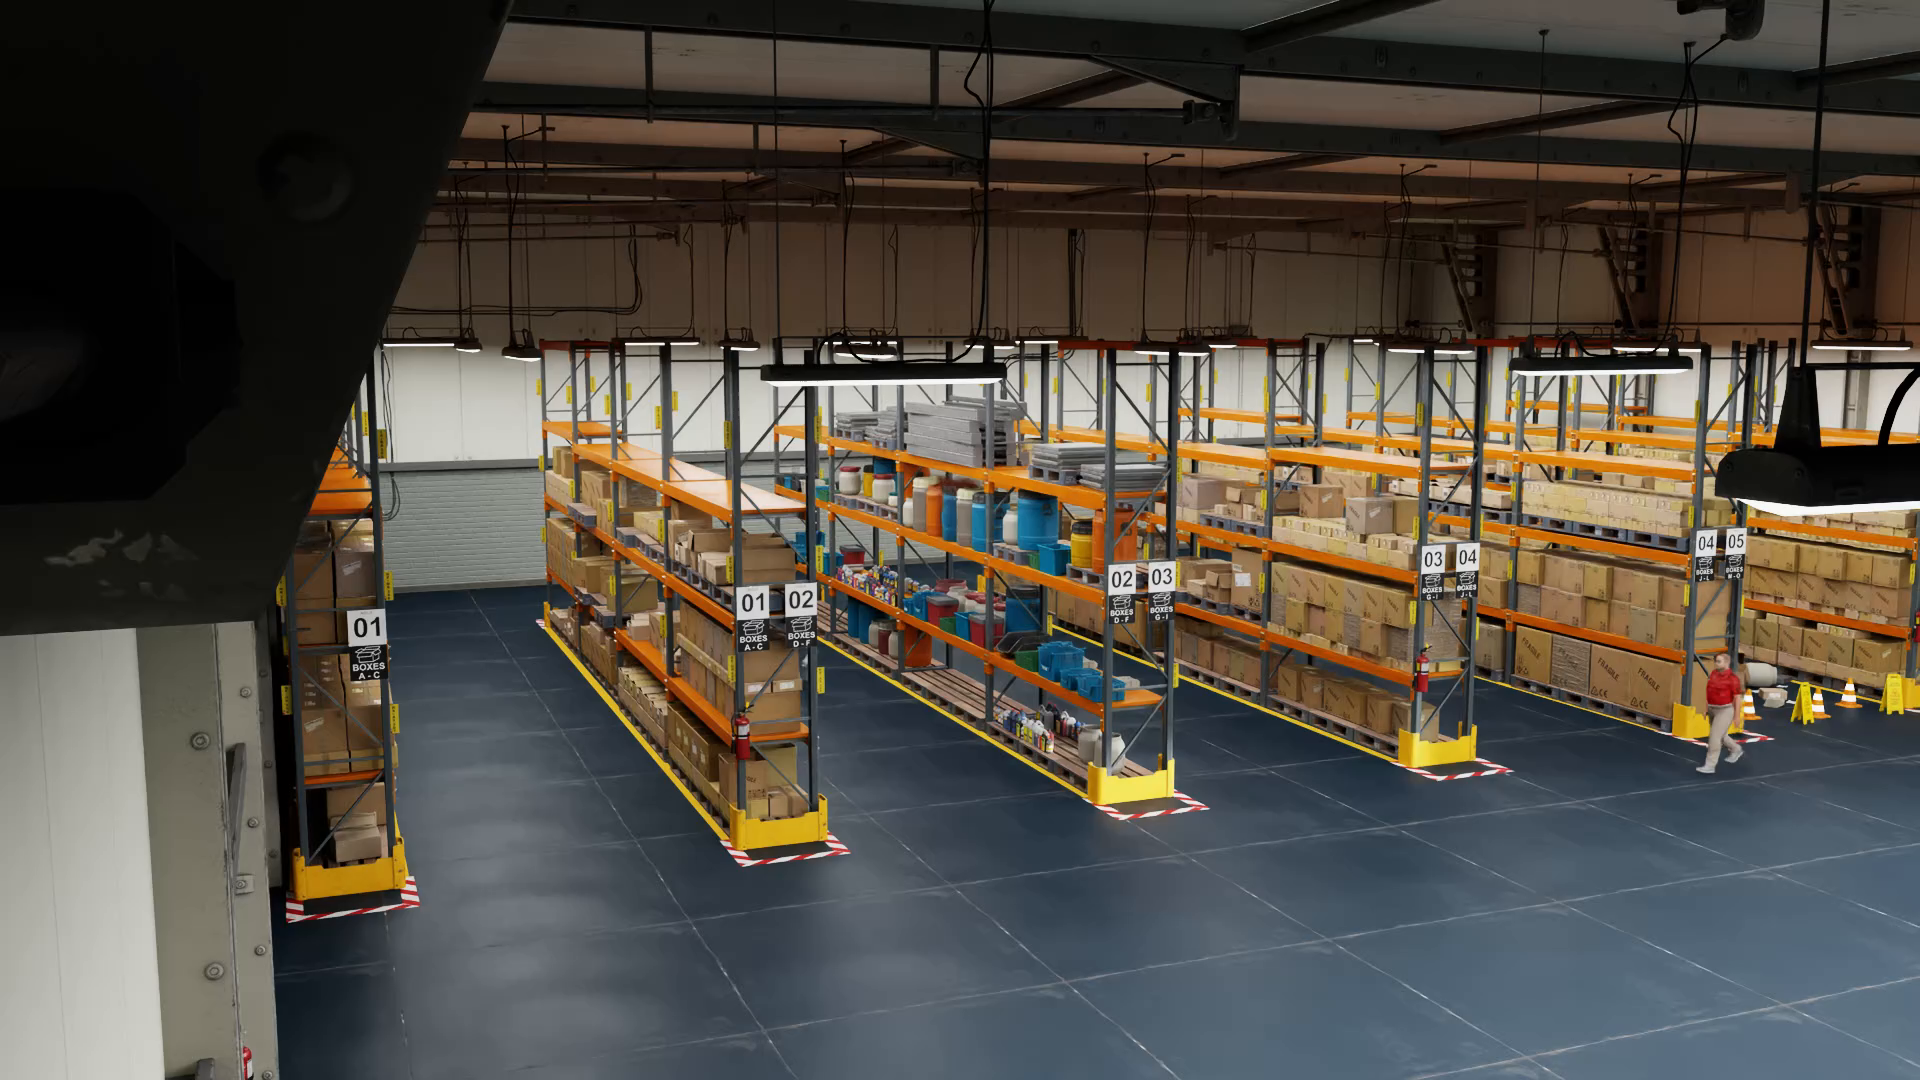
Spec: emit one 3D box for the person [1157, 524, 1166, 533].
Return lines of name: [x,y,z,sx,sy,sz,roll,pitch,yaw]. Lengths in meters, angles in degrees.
person: [5.072,0.017,42.170,0.609,1.657,0.504,0,7,1]

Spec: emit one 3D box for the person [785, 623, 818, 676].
person: [-2.821,1.699,29.394,0.550,1.659,0.528,1,7,5]

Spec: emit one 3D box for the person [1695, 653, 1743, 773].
person: [10.816,2.434,23.548,1.019,1.679,0.539,-3,8,-21]
